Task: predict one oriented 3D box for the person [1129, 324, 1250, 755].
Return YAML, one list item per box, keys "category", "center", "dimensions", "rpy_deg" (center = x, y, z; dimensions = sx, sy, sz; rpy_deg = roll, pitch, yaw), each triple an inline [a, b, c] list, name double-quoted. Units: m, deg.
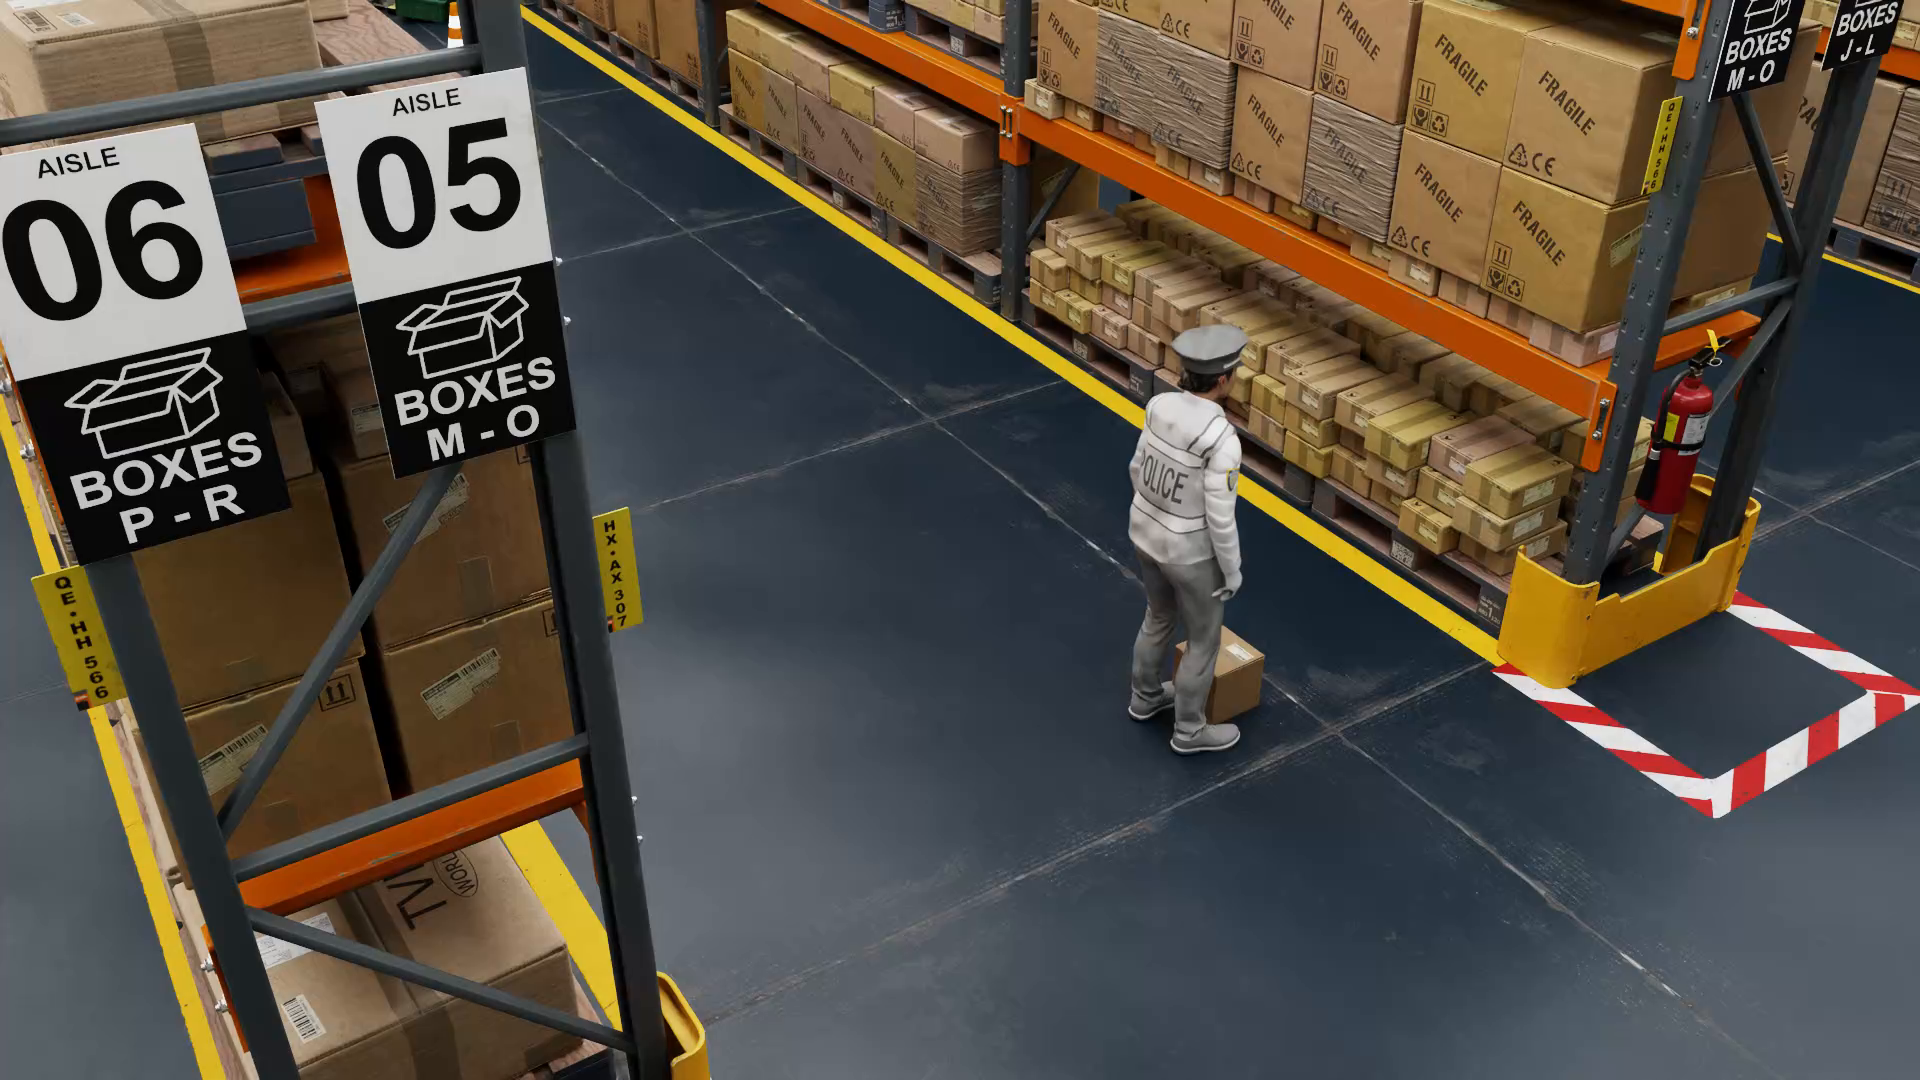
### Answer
- category: "person"
  center: [0.829, 0.017, 6.109]
  dimensions: [0.378, 1.663, 0.531]
  rpy_deg: [-20, 38, -27]
